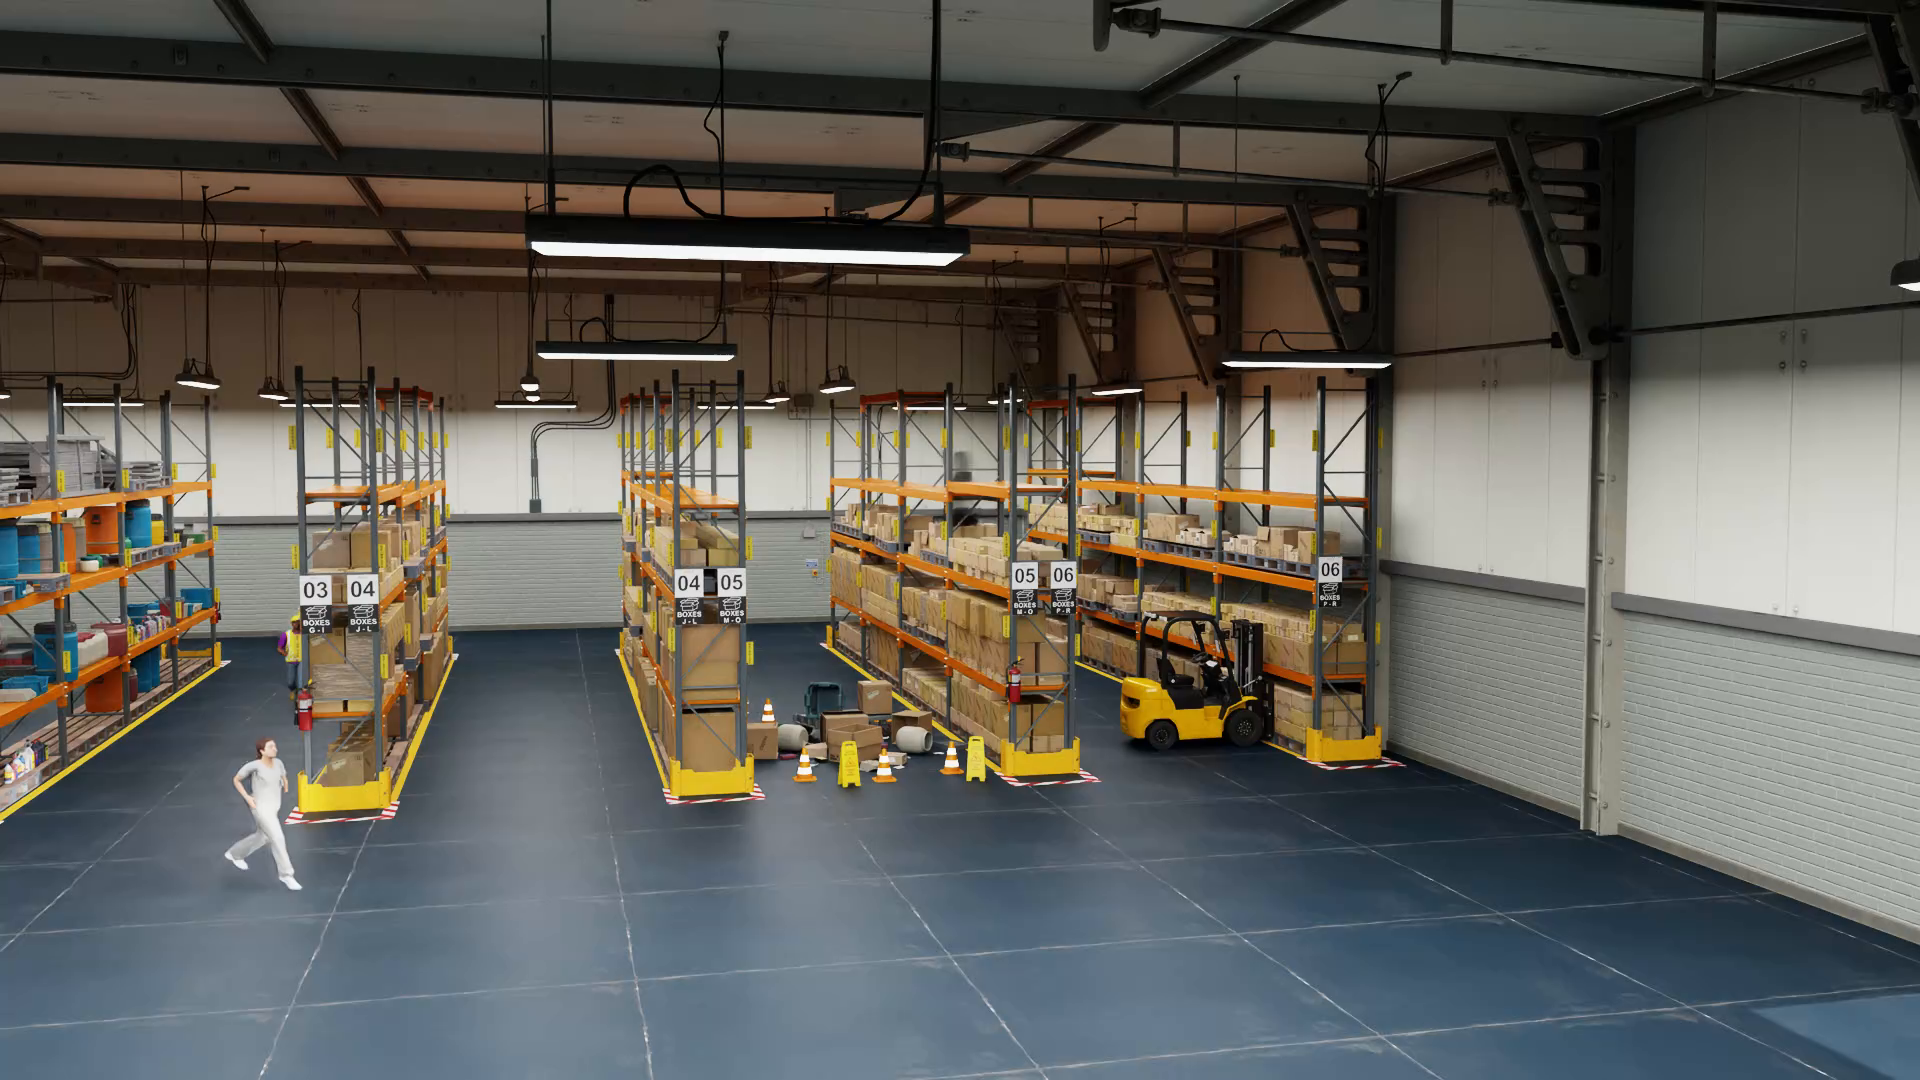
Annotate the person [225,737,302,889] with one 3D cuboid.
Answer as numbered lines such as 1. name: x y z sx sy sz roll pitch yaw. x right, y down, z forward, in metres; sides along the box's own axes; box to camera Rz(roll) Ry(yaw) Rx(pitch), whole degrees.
1. person: -7.860 3.061 18.766 1.071 1.704 0.533 1 4 16

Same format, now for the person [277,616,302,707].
1. person: -12.417 2.279 31.188 0.714 1.733 0.791 -1 4 -19

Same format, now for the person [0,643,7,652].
1. person: -16.919 2.412 28.943 0.711 1.765 0.880 -1 3 -13
